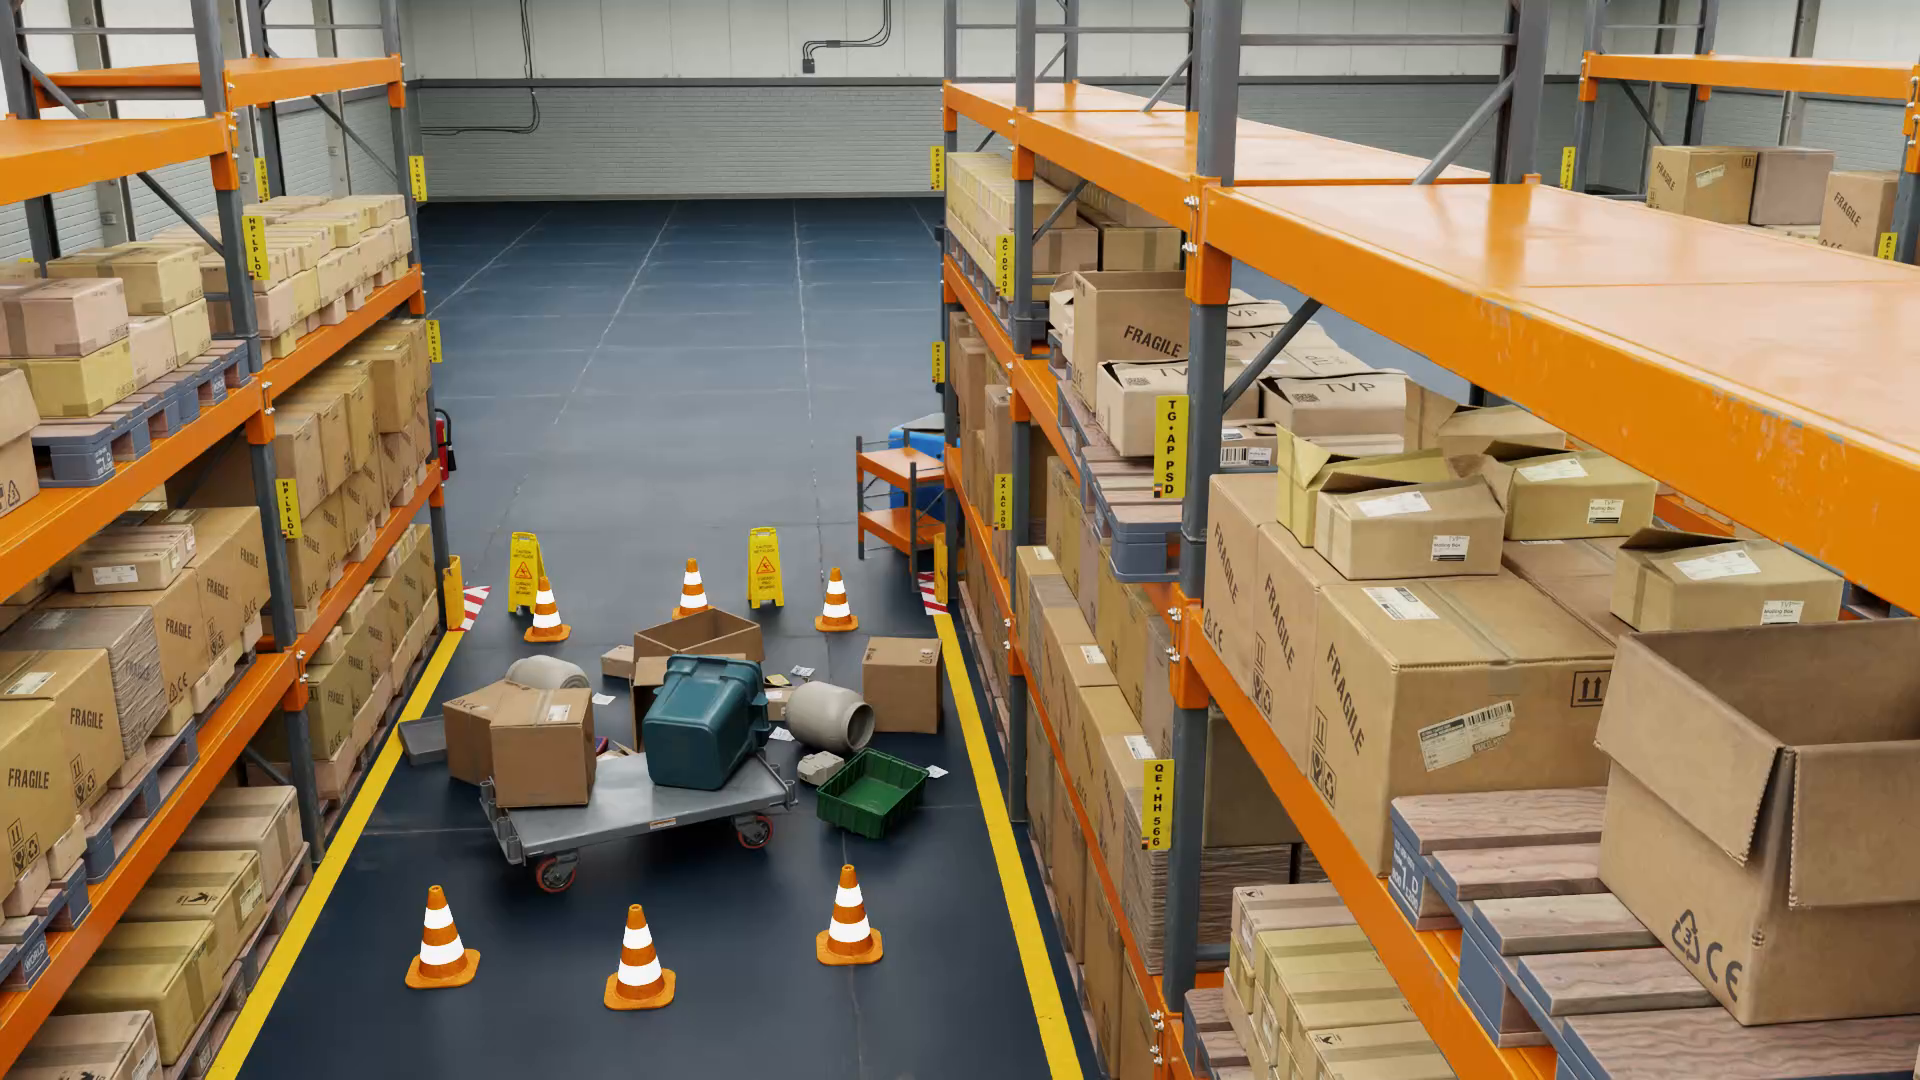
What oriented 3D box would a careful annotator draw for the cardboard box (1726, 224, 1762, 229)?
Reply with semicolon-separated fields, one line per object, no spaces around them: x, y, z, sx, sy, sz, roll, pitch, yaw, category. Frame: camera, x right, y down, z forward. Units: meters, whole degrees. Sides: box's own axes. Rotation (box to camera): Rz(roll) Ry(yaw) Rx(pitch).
5.296;-2.093;11.485;0.380;0.149;0.250;-2;18;-6;cardboard box

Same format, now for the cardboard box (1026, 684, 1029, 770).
0.799;0.845;10.396;0.875;0.875;0.875;-2;17;-5;cardboard box

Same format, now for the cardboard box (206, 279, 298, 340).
-3.892;-1.237;8.927;0.500;0.250;0.500;-2;18;-7;cardboard box

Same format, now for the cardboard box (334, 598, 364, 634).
-3.919;0.472;10.292;0.380;0.149;0.250;-1;17;-4;cardboard box

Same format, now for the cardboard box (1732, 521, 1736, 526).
5.410;-0.138;11.100;0.380;0.149;0.250;-2;18;-6;cardboard box

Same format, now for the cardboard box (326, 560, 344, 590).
-3.959;0.194;10.044;0.380;0.149;0.250;-1;17;-4;cardboard box

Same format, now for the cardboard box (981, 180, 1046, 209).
0.334;-2.119;10.205;0.380;0.149;0.250;-2;18;-5;cardboard box

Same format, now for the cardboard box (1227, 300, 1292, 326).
1.194;-0.900;7.381;0.500;0.311;0.500;-2;18;-8;cardboard box

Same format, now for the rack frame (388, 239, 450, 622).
-4.532;-0.787;12.750;1.000;3.000;0.127;-2;18;-6;rack frame

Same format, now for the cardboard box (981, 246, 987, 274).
0.334;-1.739;10.325;0.380;0.149;0.250;-2;17;-5;cardboard box

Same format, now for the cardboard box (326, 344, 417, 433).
-4.062;-1.009;11.122;0.700;0.500;0.500;-2;18;-6;cardboard box

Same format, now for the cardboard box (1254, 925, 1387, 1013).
1.092;1.272;4.914;0.380;0.149;0.250;-2;18;-7;cardboard box

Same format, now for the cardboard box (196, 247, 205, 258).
-4.410;-1.530;9.197;0.380;0.149;0.250;-1;17;-4;cardboard box

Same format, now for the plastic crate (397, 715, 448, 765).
-3.465;1.304;10.962;0.402;0.080;0.583;-8;19;-25;plastic crate

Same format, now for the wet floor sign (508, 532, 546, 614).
-3.487;0.246;13.388;0.267;0.644;0.232;4;18;13;wet floor sign

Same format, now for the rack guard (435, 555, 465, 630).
-4.524;0.428;13.052;1.175;0.500;0.348;-2;18;-6;rack guard

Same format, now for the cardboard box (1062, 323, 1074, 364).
0.680;-0.912;7.692;0.380;0.149;0.250;-2;18;-6;cardboard box

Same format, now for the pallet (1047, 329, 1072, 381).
0.938;-0.847;8.251;0.805;0.209;1.217;-2;18;-8;pallet

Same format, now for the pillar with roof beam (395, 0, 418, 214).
-9.105;-12.331;39.504;9.100;9.000;0.400;-2;18;-6;pillar with roof beam

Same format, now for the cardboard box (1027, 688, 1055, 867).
0.948;1.277;9.231;1.050;0.750;0.750;-2;18;-6;cardboard box

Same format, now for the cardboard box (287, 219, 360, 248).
-4.011;-1.932;10.475;0.380;0.149;0.250;-1;17;-4;cardboard box

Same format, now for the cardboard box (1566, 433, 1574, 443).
5.118;-0.881;13.469;0.380;0.149;0.250;-2;18;-6;cardboard box

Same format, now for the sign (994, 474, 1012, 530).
0.242;-0.212;9.339;0.100;0.325;0.005;-2;18;-6;sign

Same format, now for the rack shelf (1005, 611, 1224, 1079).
1.000;1.160;7.747;1.077;0.370;4.000;-2;18;-6;rack shelf

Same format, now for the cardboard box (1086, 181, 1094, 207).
0.988;-2.141;10.274;0.380;0.149;0.250;-2;17;-5;cardboard box

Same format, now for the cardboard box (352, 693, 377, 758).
-3.978;1.173;10.395;0.500;0.250;0.500;-1;17;-3;cardboard box

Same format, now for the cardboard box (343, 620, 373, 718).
-3.978;0.815;10.284;0.500;0.500;0.500;-1;17;-3;cardboard box

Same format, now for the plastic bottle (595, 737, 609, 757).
-2.387;1.364;10.803;0.133;0.061;0.283;1;17;4;plastic bottle

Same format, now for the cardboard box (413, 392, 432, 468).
-4.202;-0.824;12.203;0.500;0.500;0.500;-2;18;-7;cardboard box

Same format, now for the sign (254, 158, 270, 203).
-5.071;-2.619;12.116;0.100;0.325;0.005;-2;18;-6;sign

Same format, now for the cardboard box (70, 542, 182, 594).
-3.711;0.121;7.408;0.380;0.149;0.250;-3;18;-8;cardboard box

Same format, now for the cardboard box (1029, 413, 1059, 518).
0.790;-0.476;9.706;0.875;0.550;0.550;-2;18;-6;cardboard box

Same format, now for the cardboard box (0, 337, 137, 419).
-3.816;-0.683;6.960;0.500;0.250;0.500;-2;17;-5;cardboard box

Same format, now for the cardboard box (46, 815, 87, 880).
-3.541;1.162;6.258;0.380;0.149;0.250;-2;18;-5;cardboard box

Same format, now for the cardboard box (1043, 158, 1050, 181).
0.805;-2.669;11.957;0.380;0.149;0.250;-1;17;-5;cardboard box

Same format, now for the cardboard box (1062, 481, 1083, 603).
0.906;-0.002;8.414;0.700;0.500;0.500;-2;18;-7;cardboard box

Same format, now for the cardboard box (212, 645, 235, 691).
-3.719;0.624;7.974;0.380;0.149;0.250;-2;18;-7;cardboard box

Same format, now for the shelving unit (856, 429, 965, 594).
-0.427;-0.262;14.206;0.538;1.125;1.048;-9;20;-27;shelving unit

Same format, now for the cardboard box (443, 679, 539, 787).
-2.876;1.235;10.479;0.500;0.500;0.500;11;21;32;cardboard box

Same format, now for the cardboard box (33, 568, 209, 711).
-3.743;0.447;7.455;0.500;0.500;0.500;-1;17;-4;cardboard box

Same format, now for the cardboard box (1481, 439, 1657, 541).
1.575;-0.166;4.319;0.396;0.266;0.258;-2;18;-6;cardboard box

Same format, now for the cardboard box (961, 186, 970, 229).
0.282;-2.267;11.340;0.500;0.250;0.500;-2;18;-6;cardboard box

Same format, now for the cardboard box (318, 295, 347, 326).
-3.953;-1.394;10.094;0.380;0.149;0.250;-2;18;-7;cardboard box

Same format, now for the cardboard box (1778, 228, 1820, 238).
5.779;-2.021;11.256;0.380;0.149;0.250;-1;17;-4;cardboard box

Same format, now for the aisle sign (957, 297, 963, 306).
0.076;-2.223;12.981;0.394;0.787;0.004;-2;18;-6;aisle sign

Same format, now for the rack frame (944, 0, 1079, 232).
0.382;-3.833;12.434;1.000;3.000;0.127;-2;18;-6;rack frame

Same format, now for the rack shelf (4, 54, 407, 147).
-4.325;-2.709;10.062;1.077;0.370;4.000;-2;18;-6;rack shelf

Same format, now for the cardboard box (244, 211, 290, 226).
-4.619;-2.068;10.910;0.380;0.149;0.250;-2;18;-6;cardboard box

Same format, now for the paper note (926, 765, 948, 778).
-0.176;1.465;10.531;0.142;0.020;0.147;16;24;42;paper note

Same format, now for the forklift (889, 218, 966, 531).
0.546;-1.661;15.648;1.130;2.935;3.031;10;20;30;forklift

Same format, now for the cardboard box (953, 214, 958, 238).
0.150;-2.267;12.007;0.380;0.149;0.250;-2;18;-5;cardboard box

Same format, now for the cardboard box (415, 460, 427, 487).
-4.144;-0.491;12.224;0.380;0.149;0.250;-2;18;-6;cardboard box

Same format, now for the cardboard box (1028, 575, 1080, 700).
0.634;0.489;8.517;0.500;0.500;0.500;-2;18;-5;cardboard box

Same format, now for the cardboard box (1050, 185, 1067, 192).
0.812;-2.284;11.395;0.500;0.250;0.500;-2;18;-6;cardboard box

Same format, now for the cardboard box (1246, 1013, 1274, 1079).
1.080;1.552;5.017;0.380;0.149;0.250;-1;17;-3;cardboard box

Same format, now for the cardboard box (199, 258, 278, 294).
-3.827;-1.391;8.754;0.380;0.149;0.250;-2;18;-7;cardboard box

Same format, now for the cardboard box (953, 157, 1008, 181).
0.151;-2.650;11.895;0.380;0.149;0.250;-2;18;-6;cardboard box

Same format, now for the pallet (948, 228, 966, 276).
0.469;-2.138;12.194;1.003;0.211;1.213;-2;18;-6;pallet

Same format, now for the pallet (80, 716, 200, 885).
-3.951;1.099;7.061;1.003;0.211;1.213;-2;18;-6;pallet
